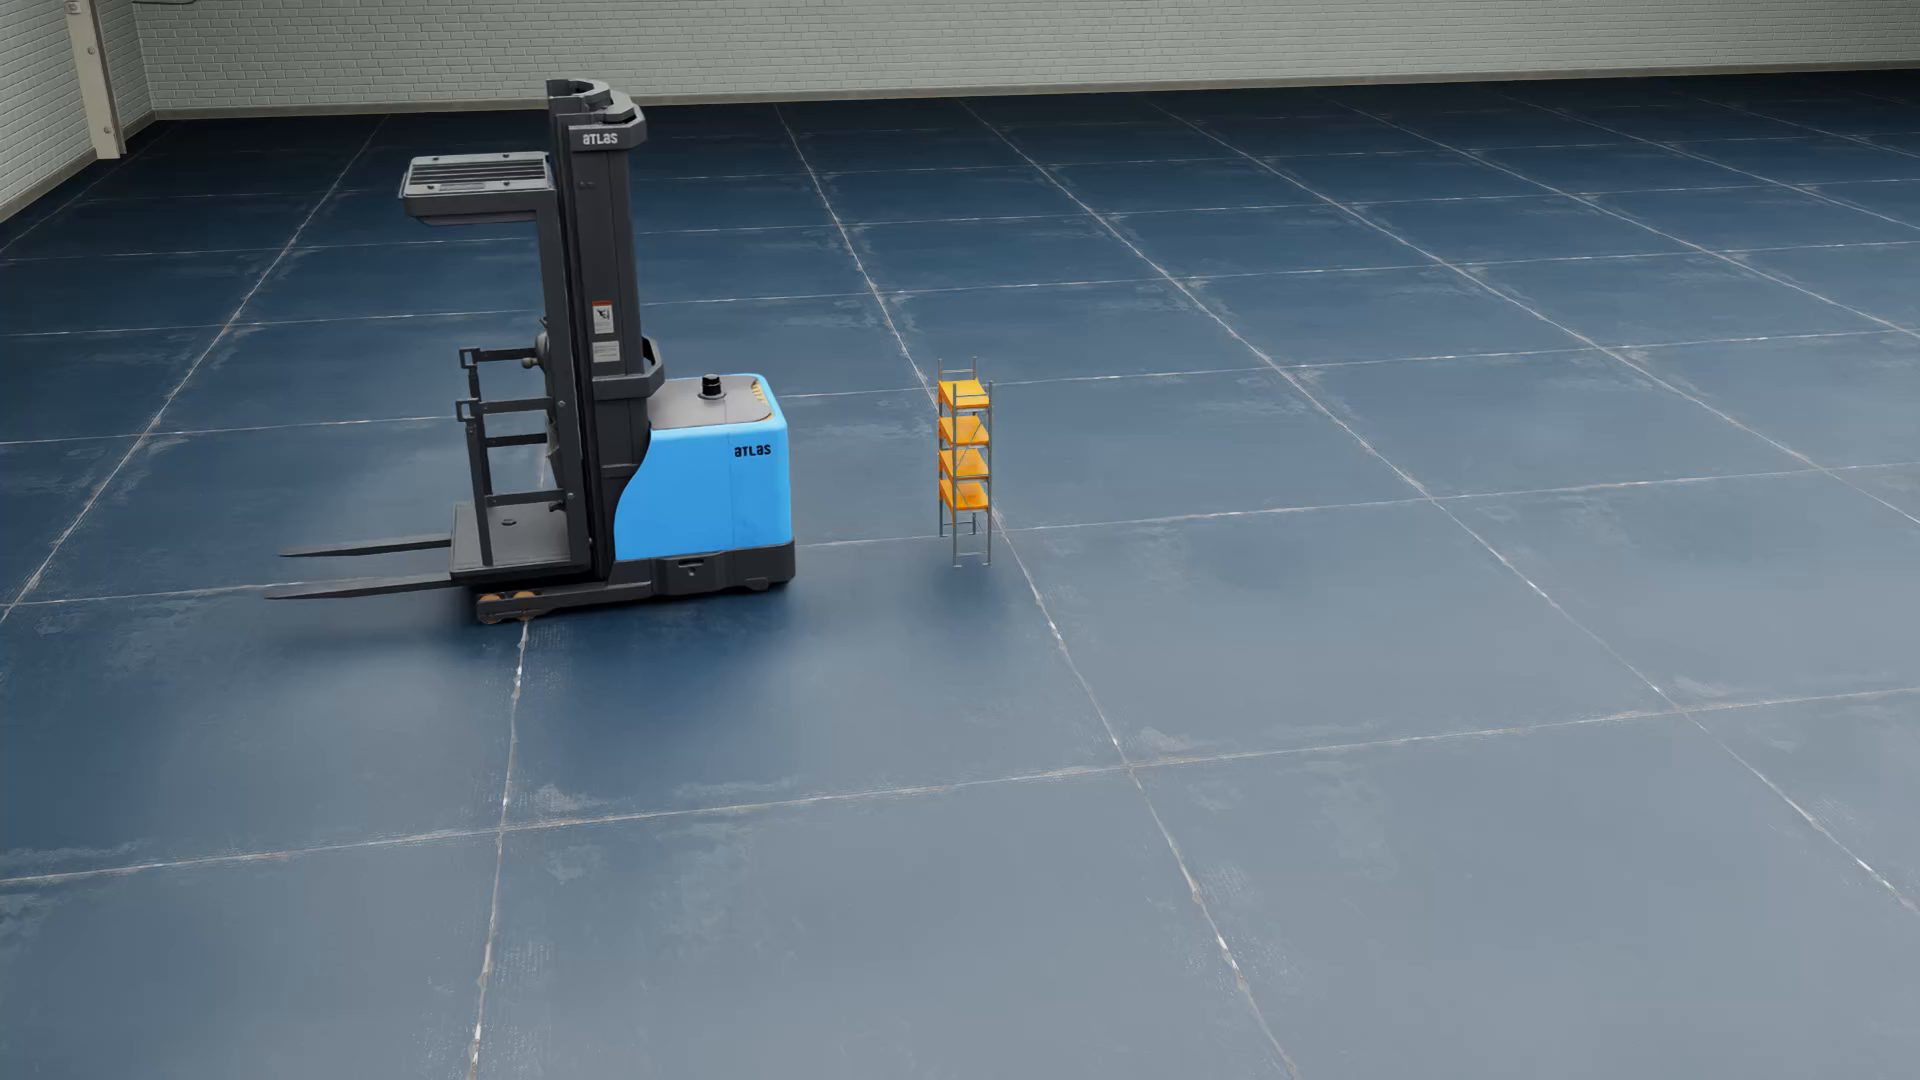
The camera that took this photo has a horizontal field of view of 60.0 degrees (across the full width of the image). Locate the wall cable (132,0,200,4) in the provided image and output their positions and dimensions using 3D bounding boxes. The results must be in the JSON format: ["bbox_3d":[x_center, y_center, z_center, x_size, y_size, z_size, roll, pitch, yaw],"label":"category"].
[{"bbox_3d":[-10.896,-9.229,24.517,3.097,2.526,0.112,-4,24,-10],"label":"wall cable"}]

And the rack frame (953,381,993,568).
[{"bbox_3d":[0.076,-0.389,10.141,0.240,1.200,0.015,-4,24,-10],"label":"rack frame"}]

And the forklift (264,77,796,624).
[{"bbox_3d":[-2.570,-1.090,9.584,3.031,2.935,1.130,-6,24,-13],"label":"forklift"}]

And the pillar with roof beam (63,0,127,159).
[{"bbox_3d":[-7.420,-9.714,21.748,9.100,9.000,0.400,-4,24,-10],"label":"pillar with roof beam"}]

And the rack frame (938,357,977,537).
[{"bbox_3d":[-0.015,-0.581,10.581,0.240,1.200,0.015,-4,24,-10],"label":"rack frame"}]

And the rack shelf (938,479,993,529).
[{"bbox_3d":[0.031,-0.241,10.467,0.258,0.148,0.480,-4,24,-10],"label":"rack shelf"}]

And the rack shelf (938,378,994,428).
[{"bbox_3d":[0.031,-0.845,10.203,0.258,0.148,0.480,-4,24,-10],"label":"rack shelf"}]

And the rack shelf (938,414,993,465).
[{"bbox_3d":[0.031,-0.628,10.298,0.258,0.148,0.480,-4,24,-10],"label":"rack shelf"}]

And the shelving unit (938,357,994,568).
[{"bbox_3d":[0.031,-0.485,10.361,0.258,1.200,0.503,-4,24,-10],"label":"shelving unit"}]

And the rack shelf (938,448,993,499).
[{"bbox_3d":[0.031,-0.423,10.388,0.258,0.148,0.480,-4,24,-10],"label":"rack shelf"}]
